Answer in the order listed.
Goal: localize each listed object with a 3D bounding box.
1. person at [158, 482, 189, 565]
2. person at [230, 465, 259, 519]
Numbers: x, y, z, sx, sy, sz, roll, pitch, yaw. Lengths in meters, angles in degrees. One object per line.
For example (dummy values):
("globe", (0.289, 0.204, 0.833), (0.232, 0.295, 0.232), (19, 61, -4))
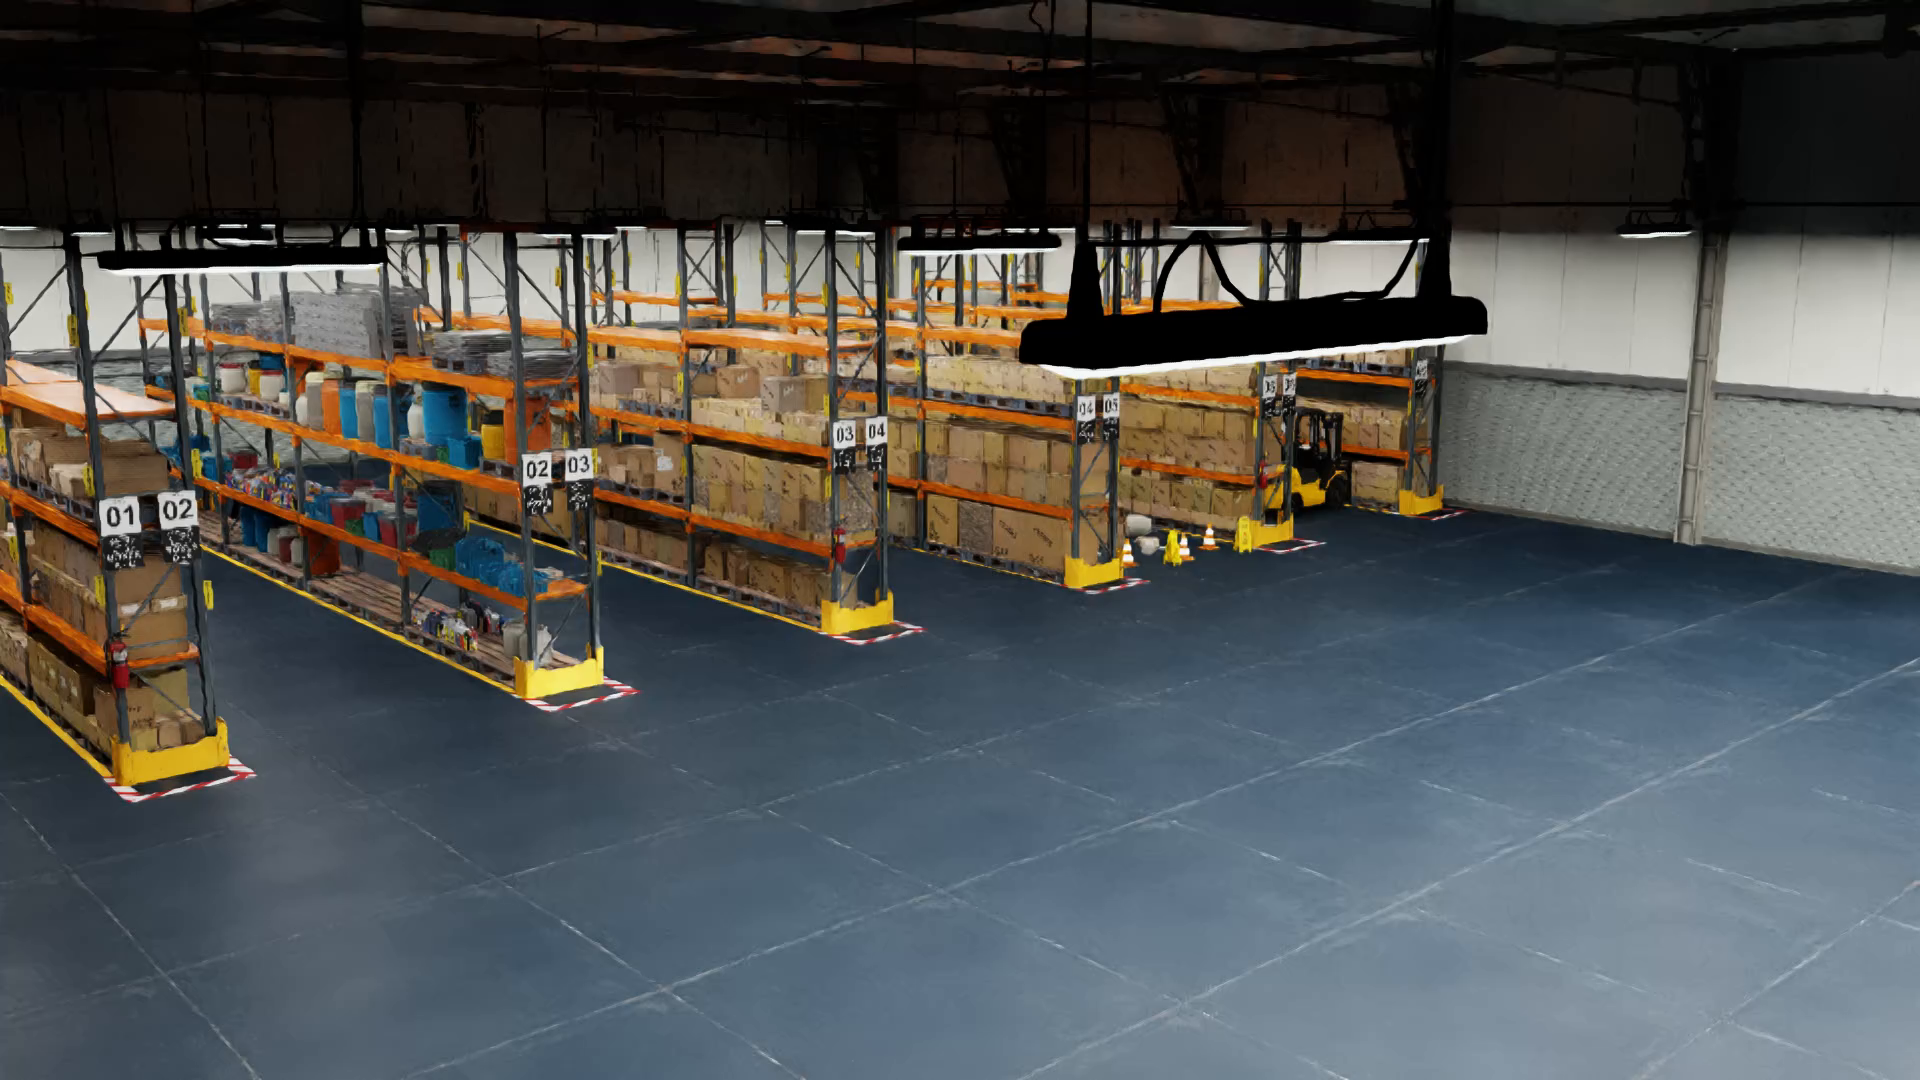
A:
("person", (-14.112, -0.329, 29.587), (0.417, 1.517, 1.036), (-9, 15, -38))
("person", (-14.211, -1.085, 33.205), (0.824, 1.578, 0.655), (7, 13, 31))
